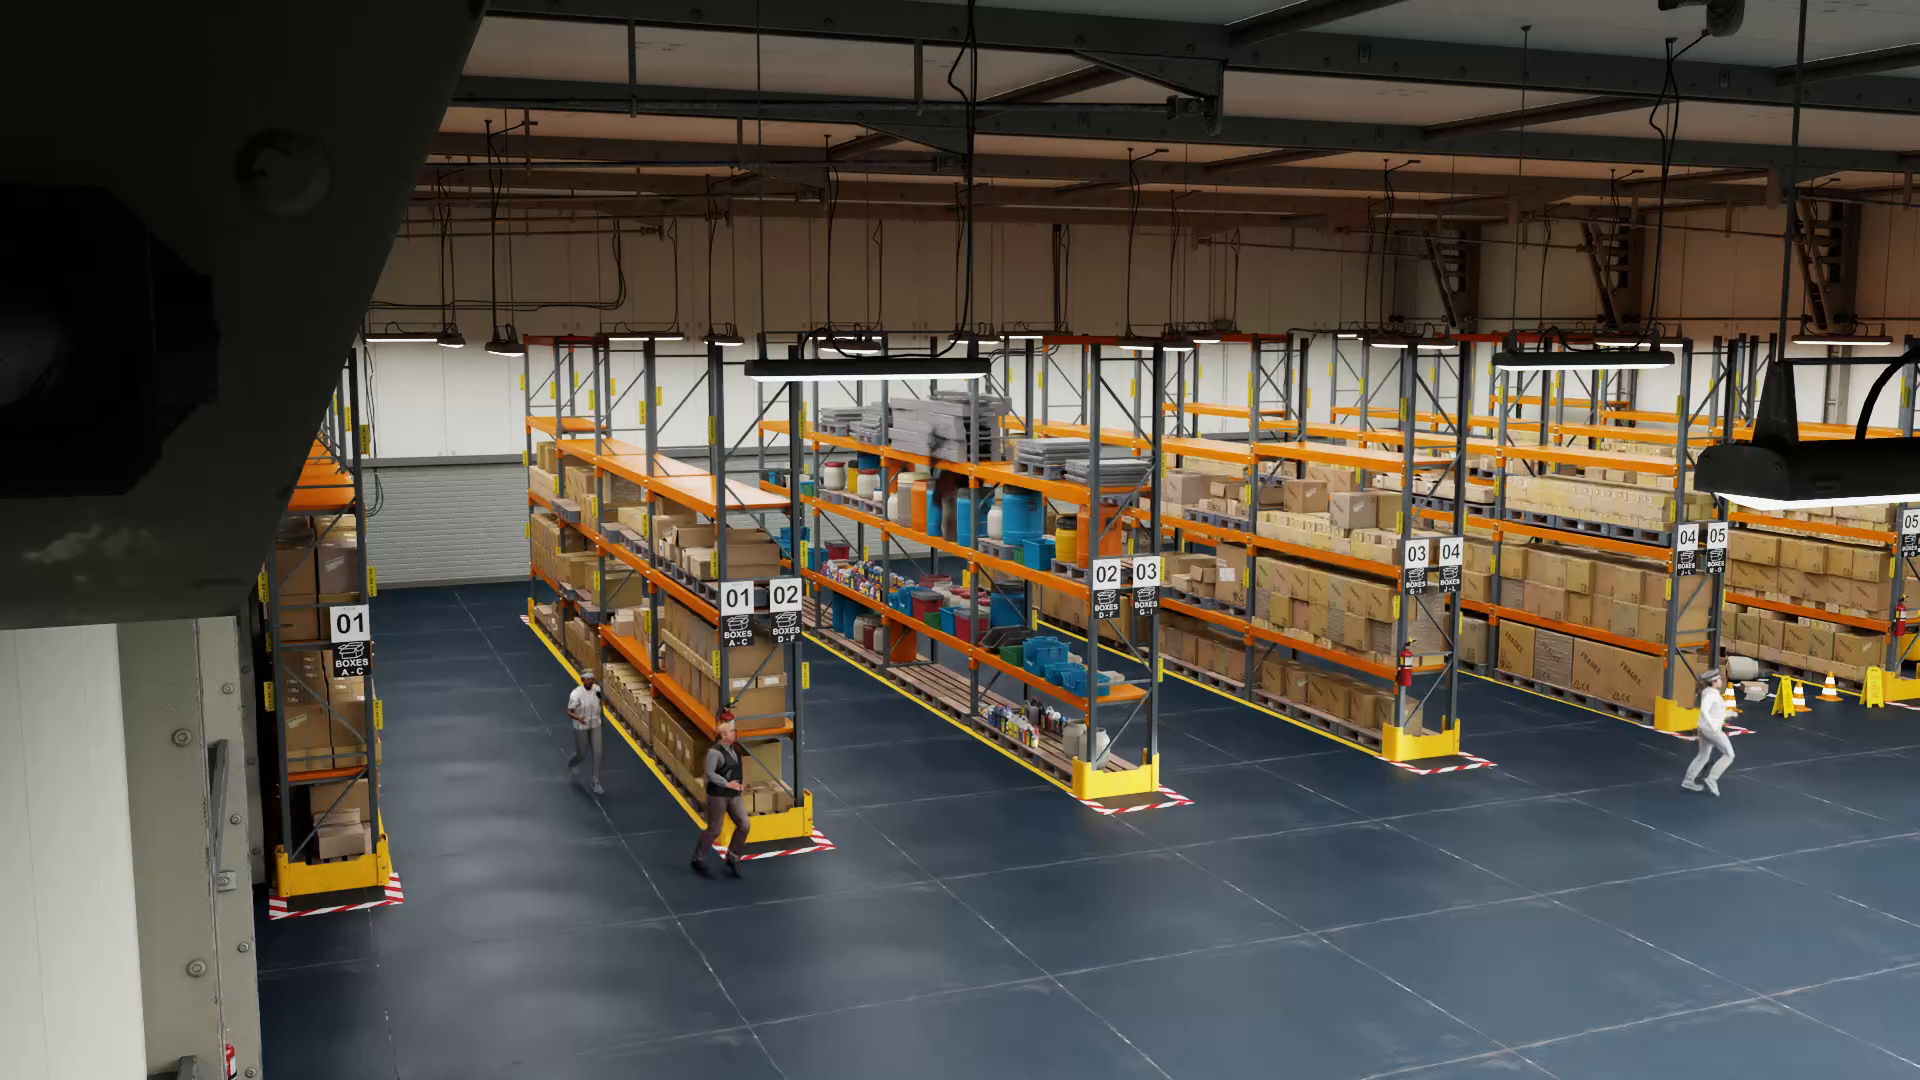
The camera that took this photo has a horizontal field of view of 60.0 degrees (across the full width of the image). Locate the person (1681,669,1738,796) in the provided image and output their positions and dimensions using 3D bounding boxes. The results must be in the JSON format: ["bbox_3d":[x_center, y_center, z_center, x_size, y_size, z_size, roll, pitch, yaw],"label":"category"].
[{"bbox_3d":[10.036,2.562,22.193,0.691,1.712,0.587,1,8,5],"label":"person"}]

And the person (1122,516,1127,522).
[{"bbox_3d":[3.863,0.260,39.496,0.627,1.685,0.764,0,8,2],"label":"person"}]

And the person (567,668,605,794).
[{"bbox_3d":[-5.062,2.529,22.494,0.563,1.686,0.869,-5,9,-34],"label":"person"}]

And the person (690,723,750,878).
[{"bbox_3d":[-2.695,2.969,19.091,0.661,1.756,0.717,4,9,27],"label":"person"}]
